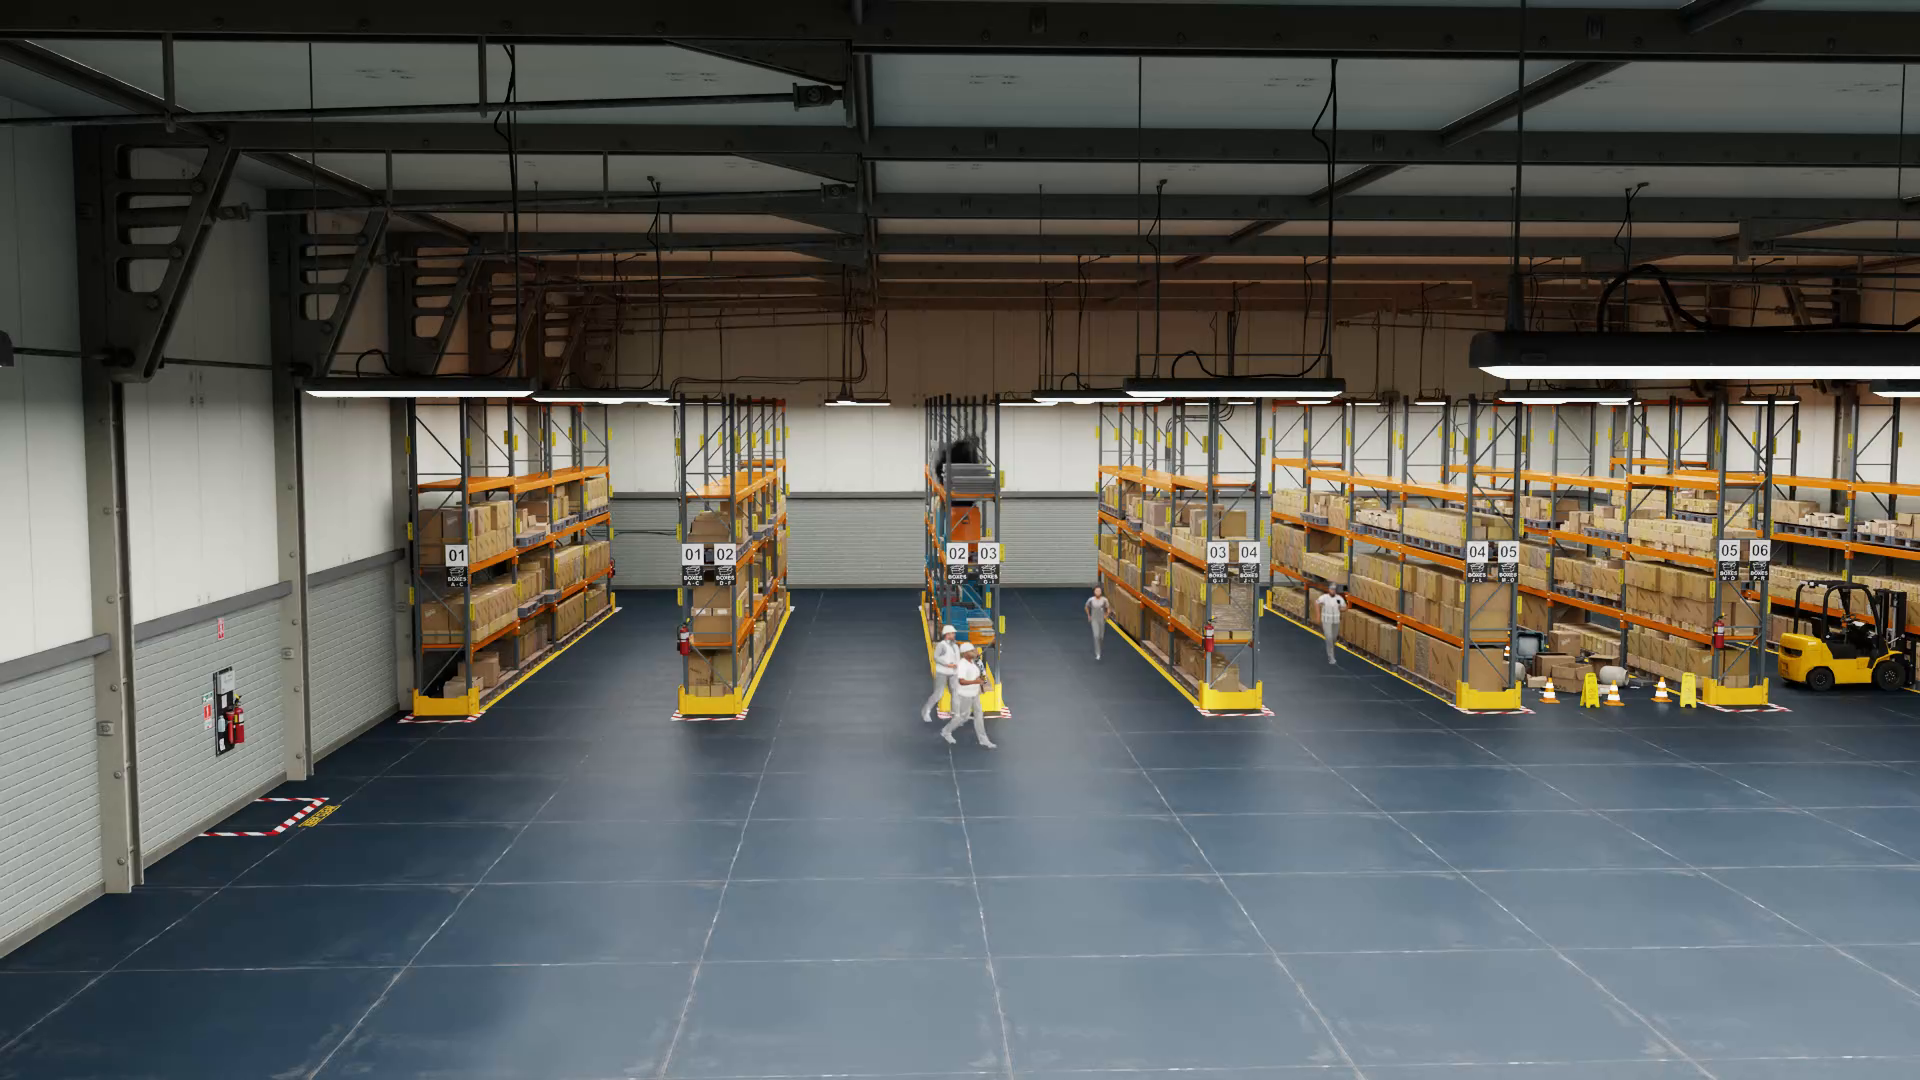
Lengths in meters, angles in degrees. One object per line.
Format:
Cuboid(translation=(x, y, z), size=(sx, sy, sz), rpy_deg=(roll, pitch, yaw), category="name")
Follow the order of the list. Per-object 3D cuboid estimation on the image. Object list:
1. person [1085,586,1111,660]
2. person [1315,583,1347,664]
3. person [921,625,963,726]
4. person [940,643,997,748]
Cuboid(translation=(3.173, 1.882, 38.309), size=(0.579, 1.666, 0.850), rpy_deg=(0, 5, -3), category="person")
Cuboid(translation=(8.387, 1.847, 37.554), size=(0.652, 1.791, 0.969), rpy_deg=(0, 5, -4), category="person")
Cuboid(translation=(-0.198, 2.427, 30.207), size=(0.893, 1.753, 0.713), rpy_deg=(4, 6, 41), category="person")
Cuboid(translation=(0.139, 2.605, 27.951), size=(0.962, 1.771, 0.695), rpy_deg=(2, 5, 19), category="person")
